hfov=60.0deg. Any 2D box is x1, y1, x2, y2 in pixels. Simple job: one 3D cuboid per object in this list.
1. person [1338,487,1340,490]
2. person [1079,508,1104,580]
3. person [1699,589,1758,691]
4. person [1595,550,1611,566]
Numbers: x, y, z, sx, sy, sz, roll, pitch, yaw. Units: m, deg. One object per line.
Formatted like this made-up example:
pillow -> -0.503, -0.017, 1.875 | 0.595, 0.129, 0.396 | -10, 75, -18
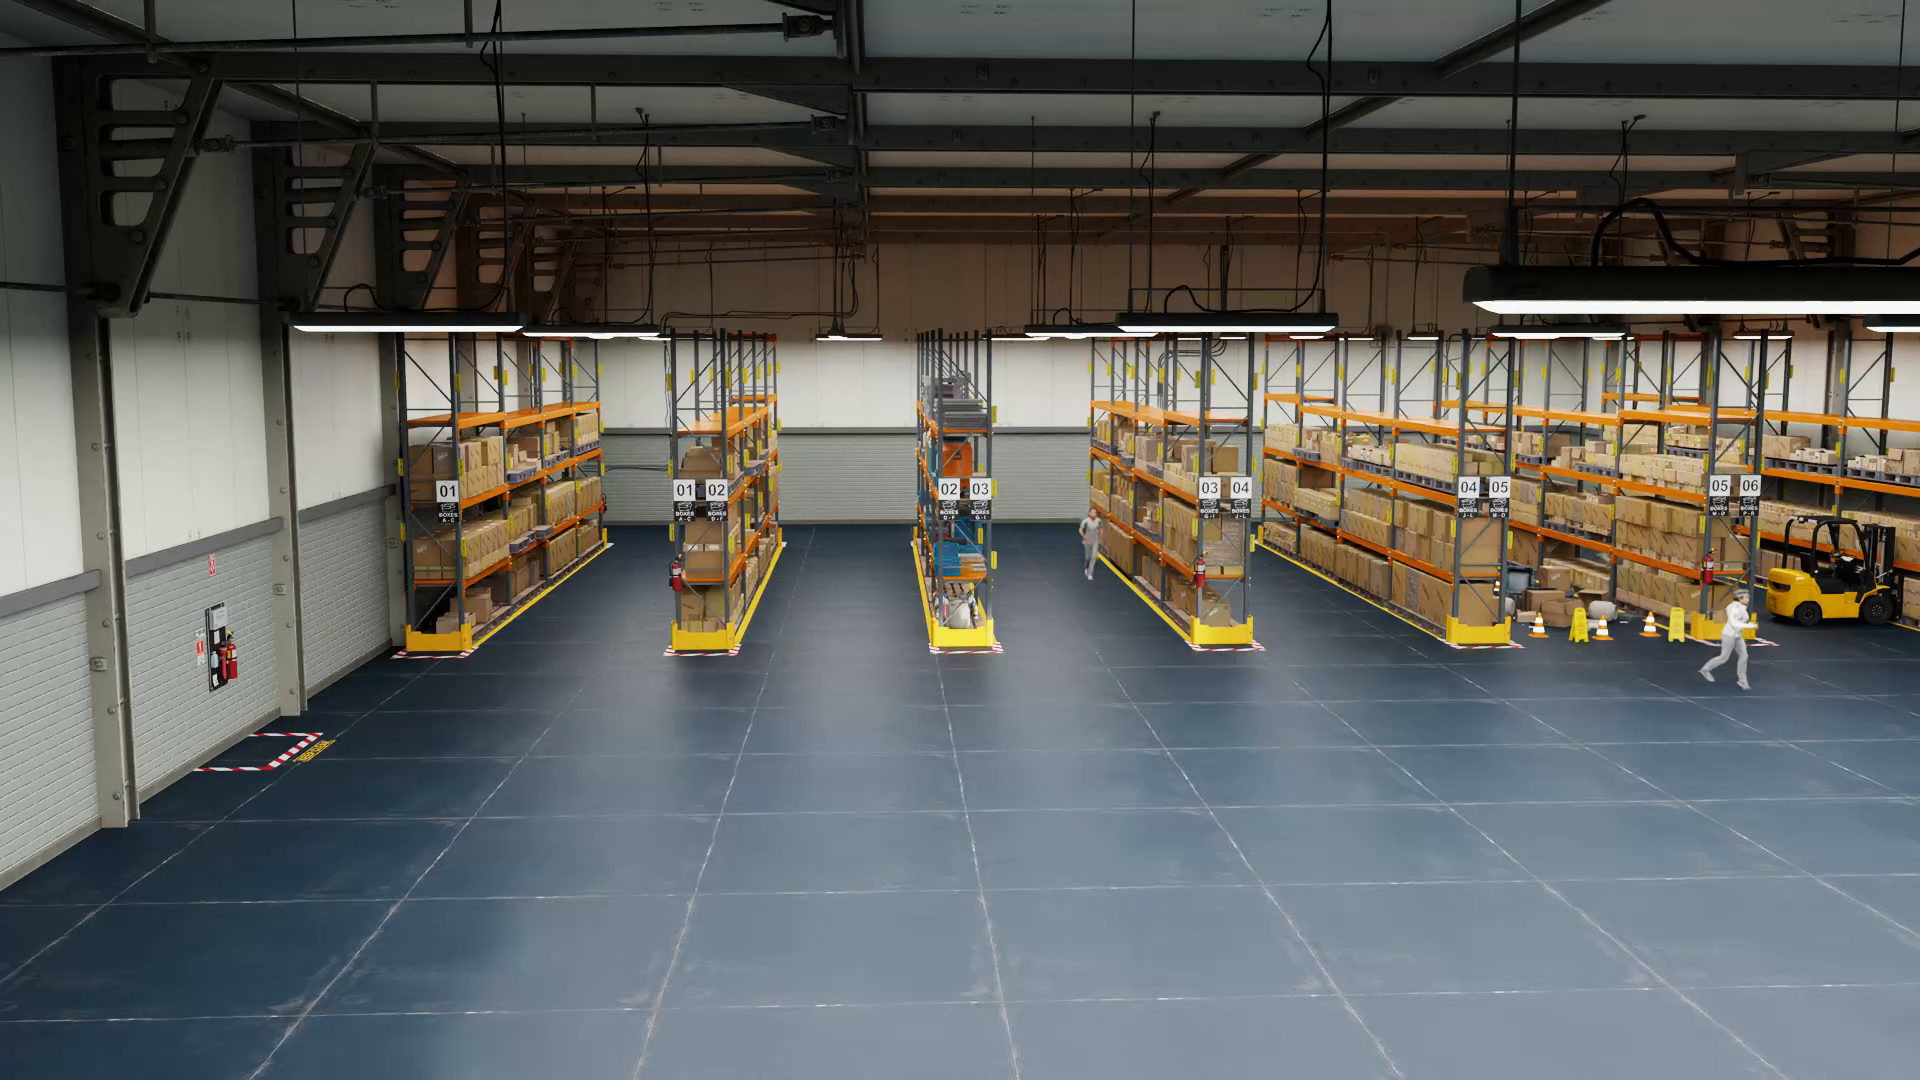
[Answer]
person -> 10.746, -0.670, 47.365 | 0.592, 1.690, 0.774 | -1, 7, -8
person -> 3.074, 0.061, 38.758 | 0.589, 1.659, 0.713 | -1, 7, -8
person -> 12.848, 1.650, 27.771 | 0.894, 1.734, 0.629 | 6, 9, 42
person -> 16.132, -0.038, 41.547 | 0.675, 1.743, 0.817 | -1, 7, -8
